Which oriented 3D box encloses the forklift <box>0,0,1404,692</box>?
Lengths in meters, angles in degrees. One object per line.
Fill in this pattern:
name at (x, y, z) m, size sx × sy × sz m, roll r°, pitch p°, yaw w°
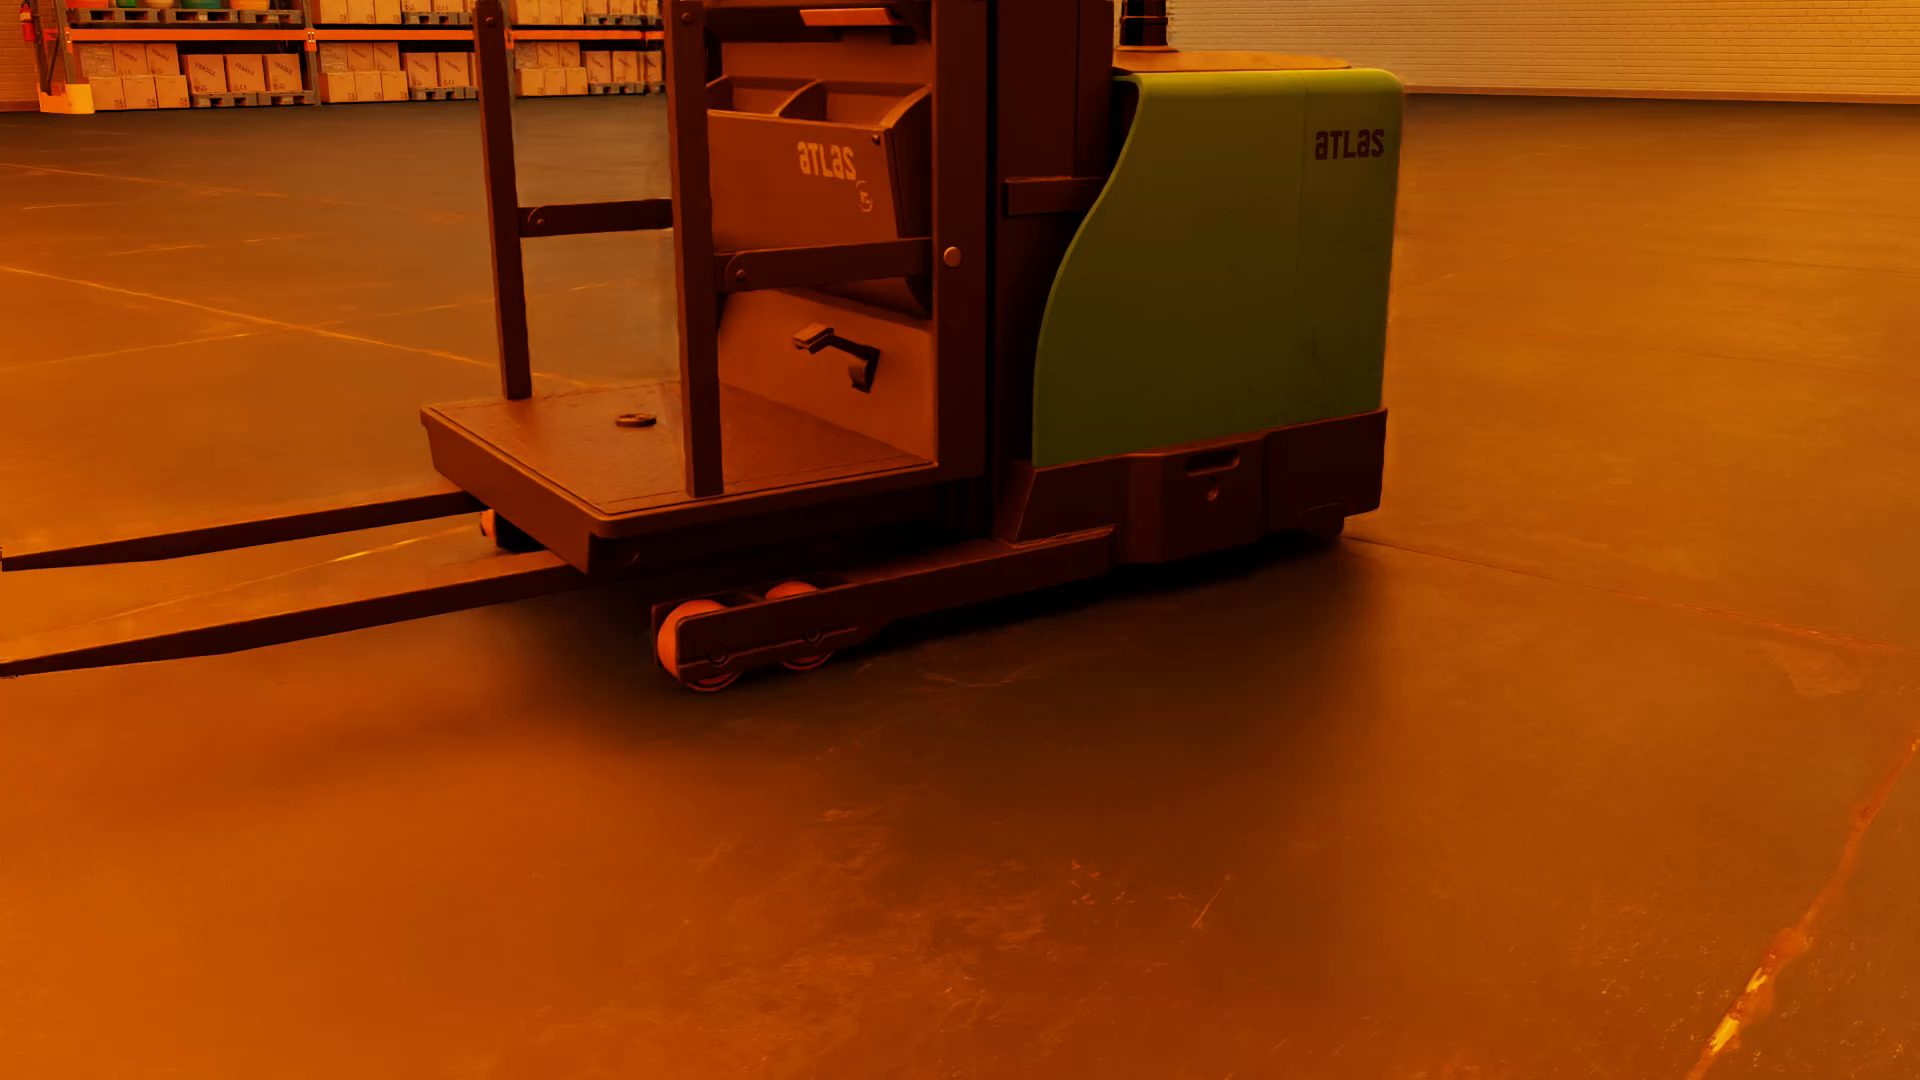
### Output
forklift at (-0.507, -1.300, 3.180) m, size 3.031 × 2.935 × 1.130 m, roll -11°, pitch 20°, yaw -32°
